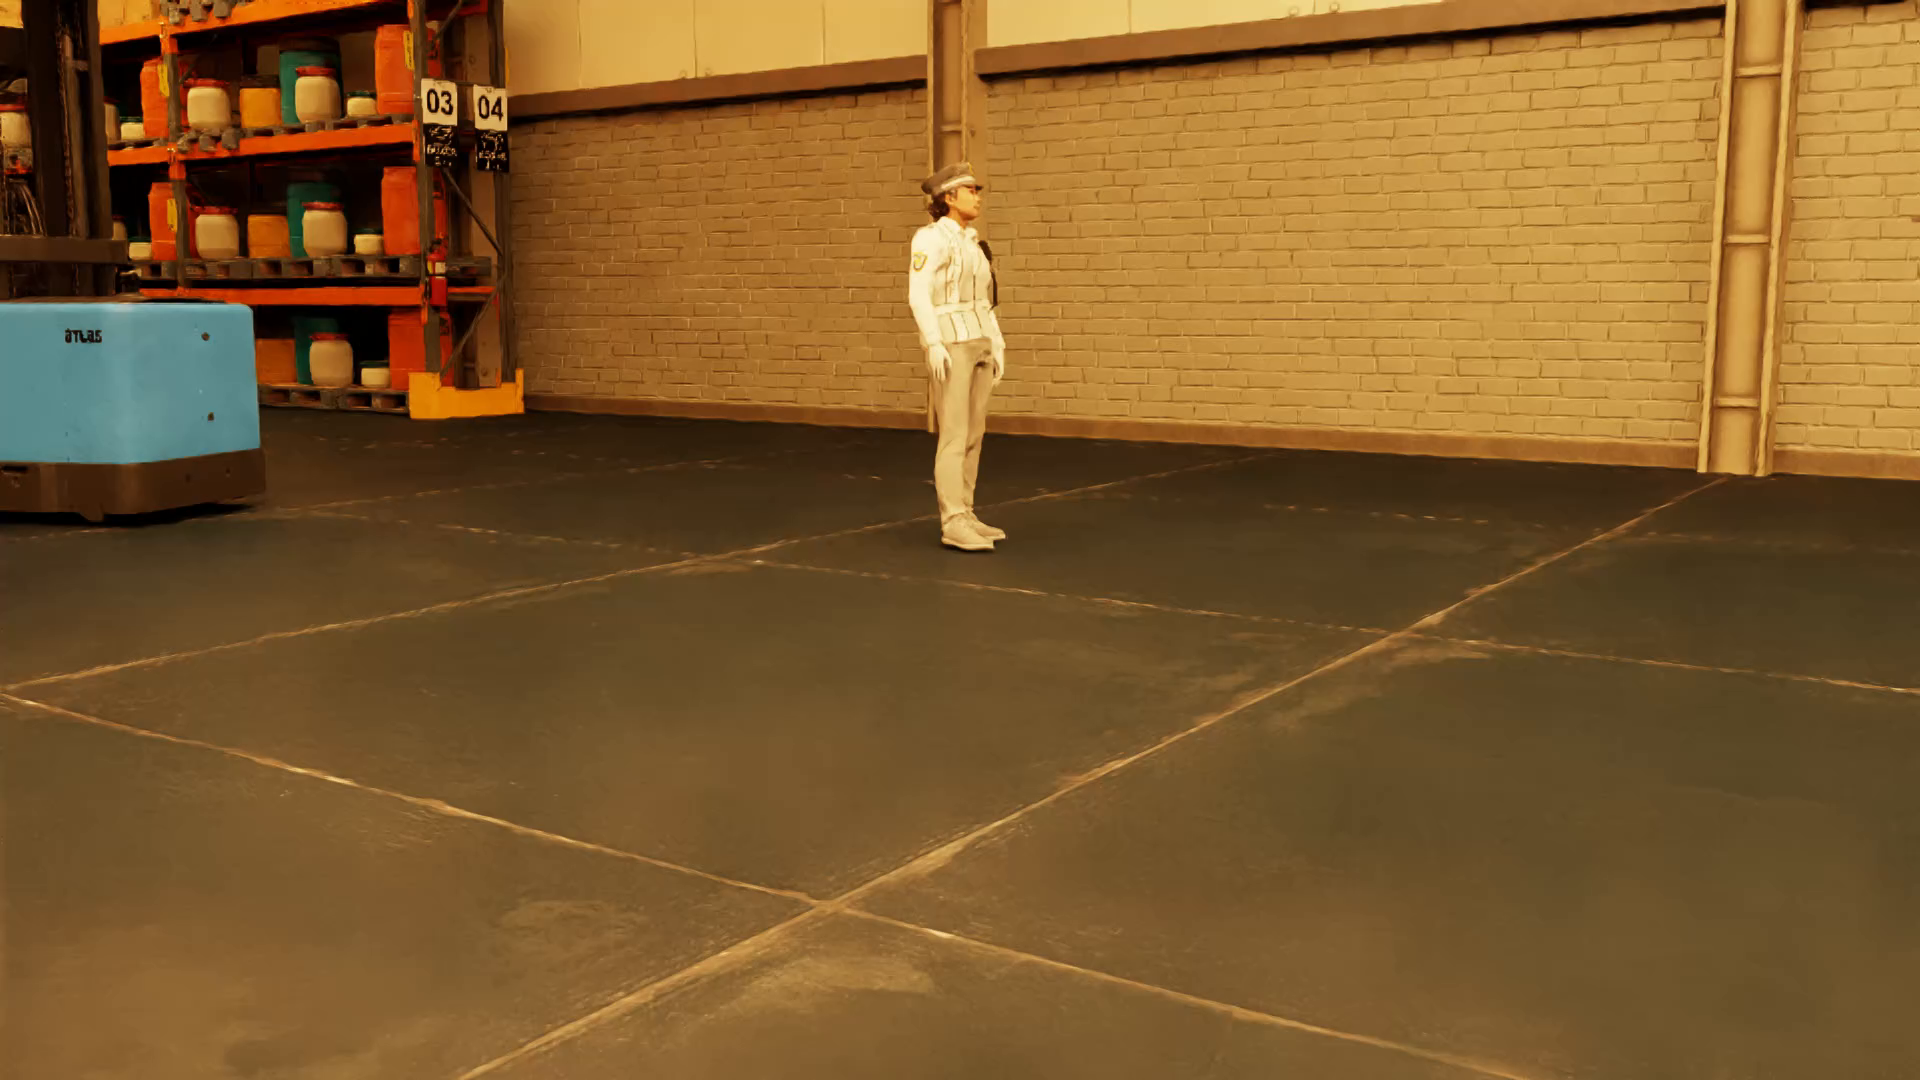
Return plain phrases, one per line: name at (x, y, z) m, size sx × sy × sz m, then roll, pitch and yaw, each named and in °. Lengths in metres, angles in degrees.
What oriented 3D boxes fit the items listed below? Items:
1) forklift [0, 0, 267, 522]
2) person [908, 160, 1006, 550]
forklift at (-5.281, -1.624, 8.613) m, size 3.031 × 2.935 × 1.130 m, roll 2°, pitch 8°, yaw 14°
person at (0.052, -0.840, 7.440) m, size 0.532 × 1.695 × 0.586 m, roll 5°, pitch 10°, yaw 34°
